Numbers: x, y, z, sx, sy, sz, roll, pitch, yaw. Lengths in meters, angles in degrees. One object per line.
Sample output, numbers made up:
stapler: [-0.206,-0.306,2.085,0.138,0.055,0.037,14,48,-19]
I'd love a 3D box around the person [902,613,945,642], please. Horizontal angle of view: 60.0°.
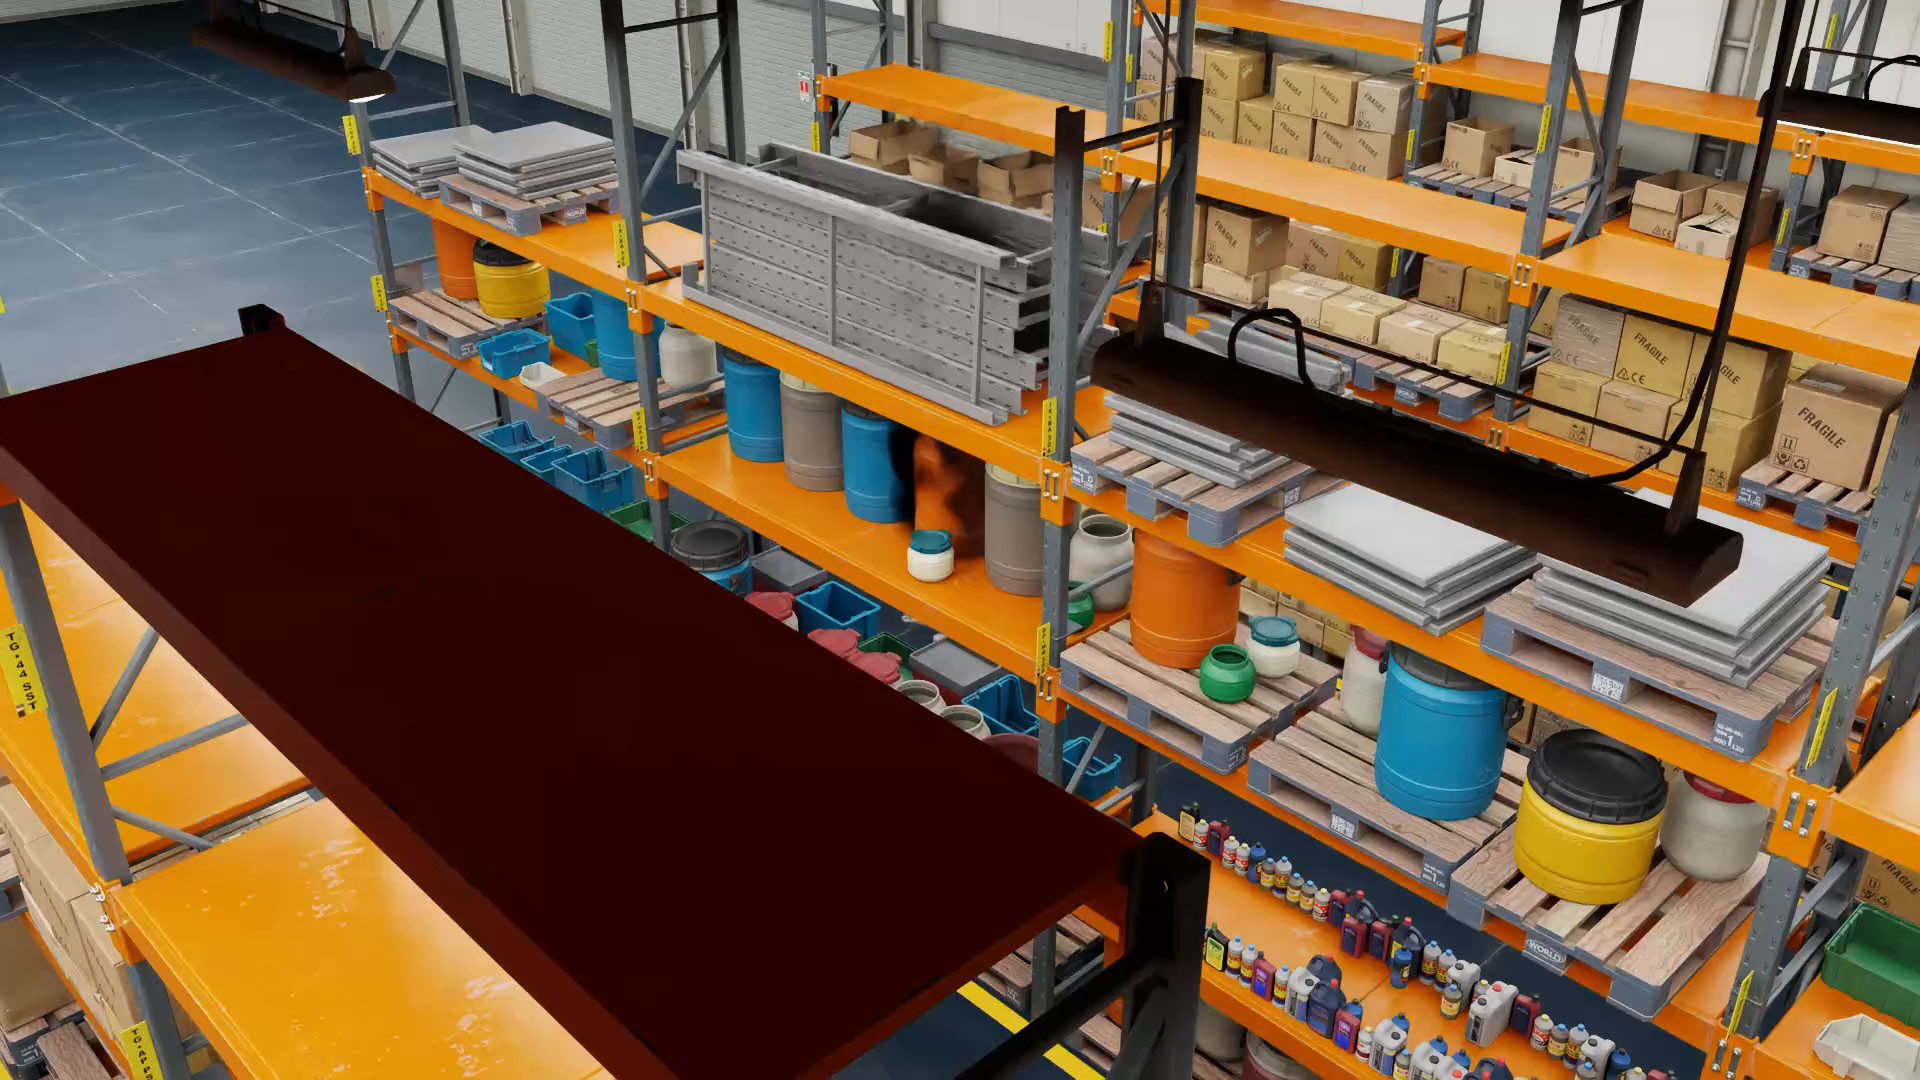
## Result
person: [-0.270,0.030,14.281,0.753,1.834,0.667,21,34,33]
